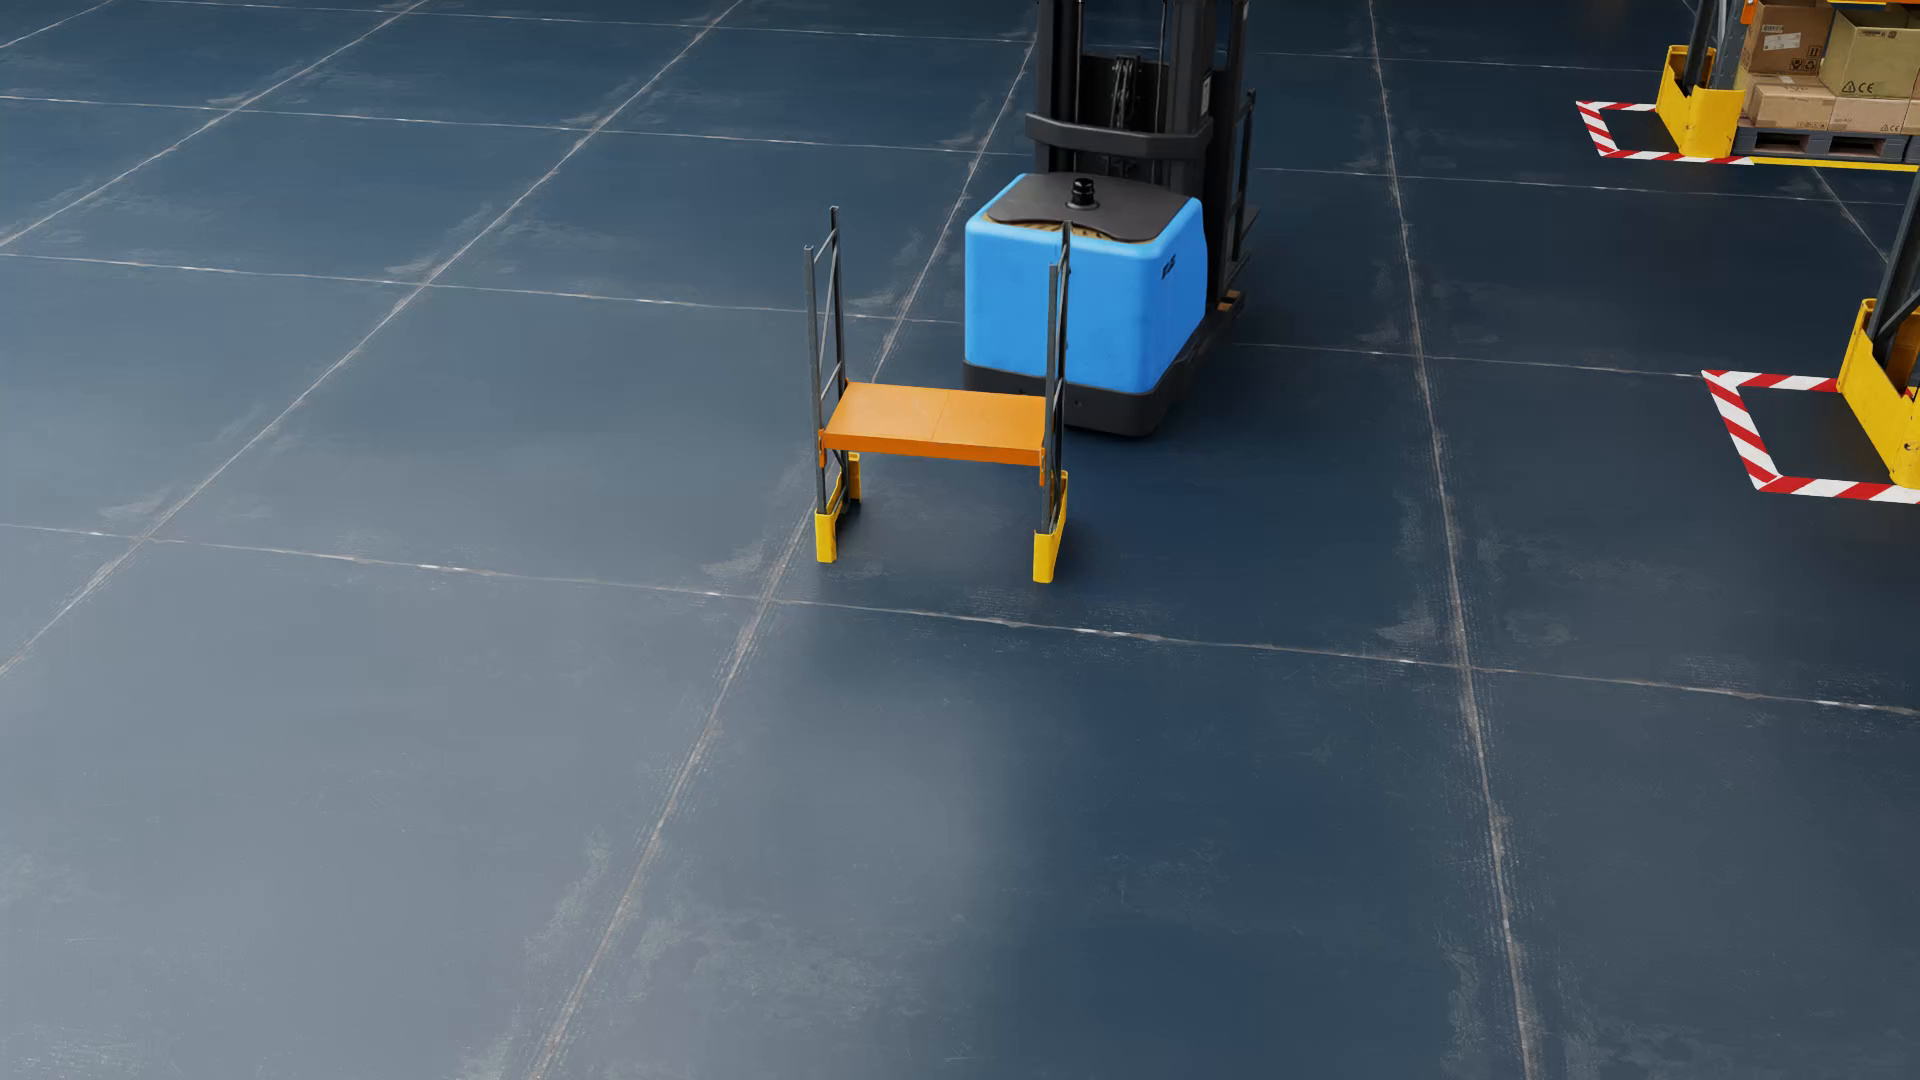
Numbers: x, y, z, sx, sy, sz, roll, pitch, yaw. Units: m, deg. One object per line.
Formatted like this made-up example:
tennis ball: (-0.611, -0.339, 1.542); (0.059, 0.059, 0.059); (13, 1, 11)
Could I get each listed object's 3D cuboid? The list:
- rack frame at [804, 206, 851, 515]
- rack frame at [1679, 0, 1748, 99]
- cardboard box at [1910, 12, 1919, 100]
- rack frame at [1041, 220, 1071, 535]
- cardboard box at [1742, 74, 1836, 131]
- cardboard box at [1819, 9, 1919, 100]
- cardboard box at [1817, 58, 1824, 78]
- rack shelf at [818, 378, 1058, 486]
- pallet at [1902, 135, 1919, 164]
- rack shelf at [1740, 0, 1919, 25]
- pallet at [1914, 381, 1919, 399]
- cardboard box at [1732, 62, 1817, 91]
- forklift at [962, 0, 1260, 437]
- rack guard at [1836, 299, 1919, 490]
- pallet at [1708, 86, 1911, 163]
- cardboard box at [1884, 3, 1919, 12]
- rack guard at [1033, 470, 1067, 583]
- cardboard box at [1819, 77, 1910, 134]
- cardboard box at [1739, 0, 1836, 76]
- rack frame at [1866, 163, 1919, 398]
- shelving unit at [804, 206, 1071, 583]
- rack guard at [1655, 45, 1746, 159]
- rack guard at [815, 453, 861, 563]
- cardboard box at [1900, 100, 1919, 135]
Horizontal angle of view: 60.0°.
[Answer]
rack frame: (-0.585, -0.689, 7.437); (0.032, 1.500, 0.500); (5, 32, 8)
rack frame: (5.621, -4.390, 11.936); (0.127, 3.000, 1.000); (5, 32, 8)
cardboard box: (7.100, -3.474, 11.963); (0.500, 0.500, 0.500); (5, 32, 8)
rack frame: (0.417, -0.598, 7.292); (0.032, 1.500, 0.500); (5, 32, 8)
cardboard box: (6.112, -3.238, 12.292); (0.500, 0.250, 0.500); (5, 32, 8)
cardboard box: (6.605, -3.512, 12.023); (0.500, 0.500, 0.500); (5, 32, 8)
cardboard box: (6.694, -3.471, 12.663); (0.500, 0.250, 0.500); (5, 32, 8)
rack shelf: (-0.084, -0.491, 7.460); (1.000, 0.185, 0.538); (5, 32, 8)
pallet: (7.581, -3.051, 12.426); (1.213, 0.211, 1.003); (5, 32, 8)
rack shelf: (7.592, -3.906, 11.842); (4.000, 0.370, 1.077); (5, 32, 8)
pallet: (5.666, -0.560, 8.446); (1.213, 0.211, 1.003); (5, 32, 8)
cardboard box: (6.199, -3.509, 12.725); (0.500, 0.250, 0.500); (5, 32, 8)
forklift: (1.046, -2.537, 9.041); (1.130, 2.935, 3.031); (12, 34, 19)
rack guard: (4.866, -0.758, 8.489); (0.348, 0.500, 1.175); (5, 32, 8)
pallet: (6.382, -3.161, 12.602); (1.213, 0.211, 1.003); (5, 32, 8)
cardboard box: (7.188, -3.746, 12.397); (0.500, 0.500, 0.500); (5, 32, 8)
rack guard: (0.416, -0.068, 7.624); (0.087, 0.250, 0.587); (5, 32, 8)
cardboard box: (6.605, -3.195, 12.224); (0.500, 0.250, 0.500); (5, 32, 8)
cardboard box: (6.199, -3.828, 12.527); (0.500, 0.500, 0.500); (5, 32, 8)
rack frame: (4.784, -1.799, 7.798); (0.127, 3.000, 1.000); (5, 32, 8)
shelving unit: (-0.075, -0.643, 7.363); (1.083, 1.500, 0.587); (5, 32, 8)
rack guard: (5.597, -3.332, 12.603); (0.348, 0.500, 1.175); (5, 32, 8)
rack guard: (-0.566, -0.157, 7.766); (0.087, 0.250, 0.587); (5, 32, 8)
cardboard box: (7.098, -3.150, 12.152); (0.500, 0.250, 0.500); (5, 32, 8)
